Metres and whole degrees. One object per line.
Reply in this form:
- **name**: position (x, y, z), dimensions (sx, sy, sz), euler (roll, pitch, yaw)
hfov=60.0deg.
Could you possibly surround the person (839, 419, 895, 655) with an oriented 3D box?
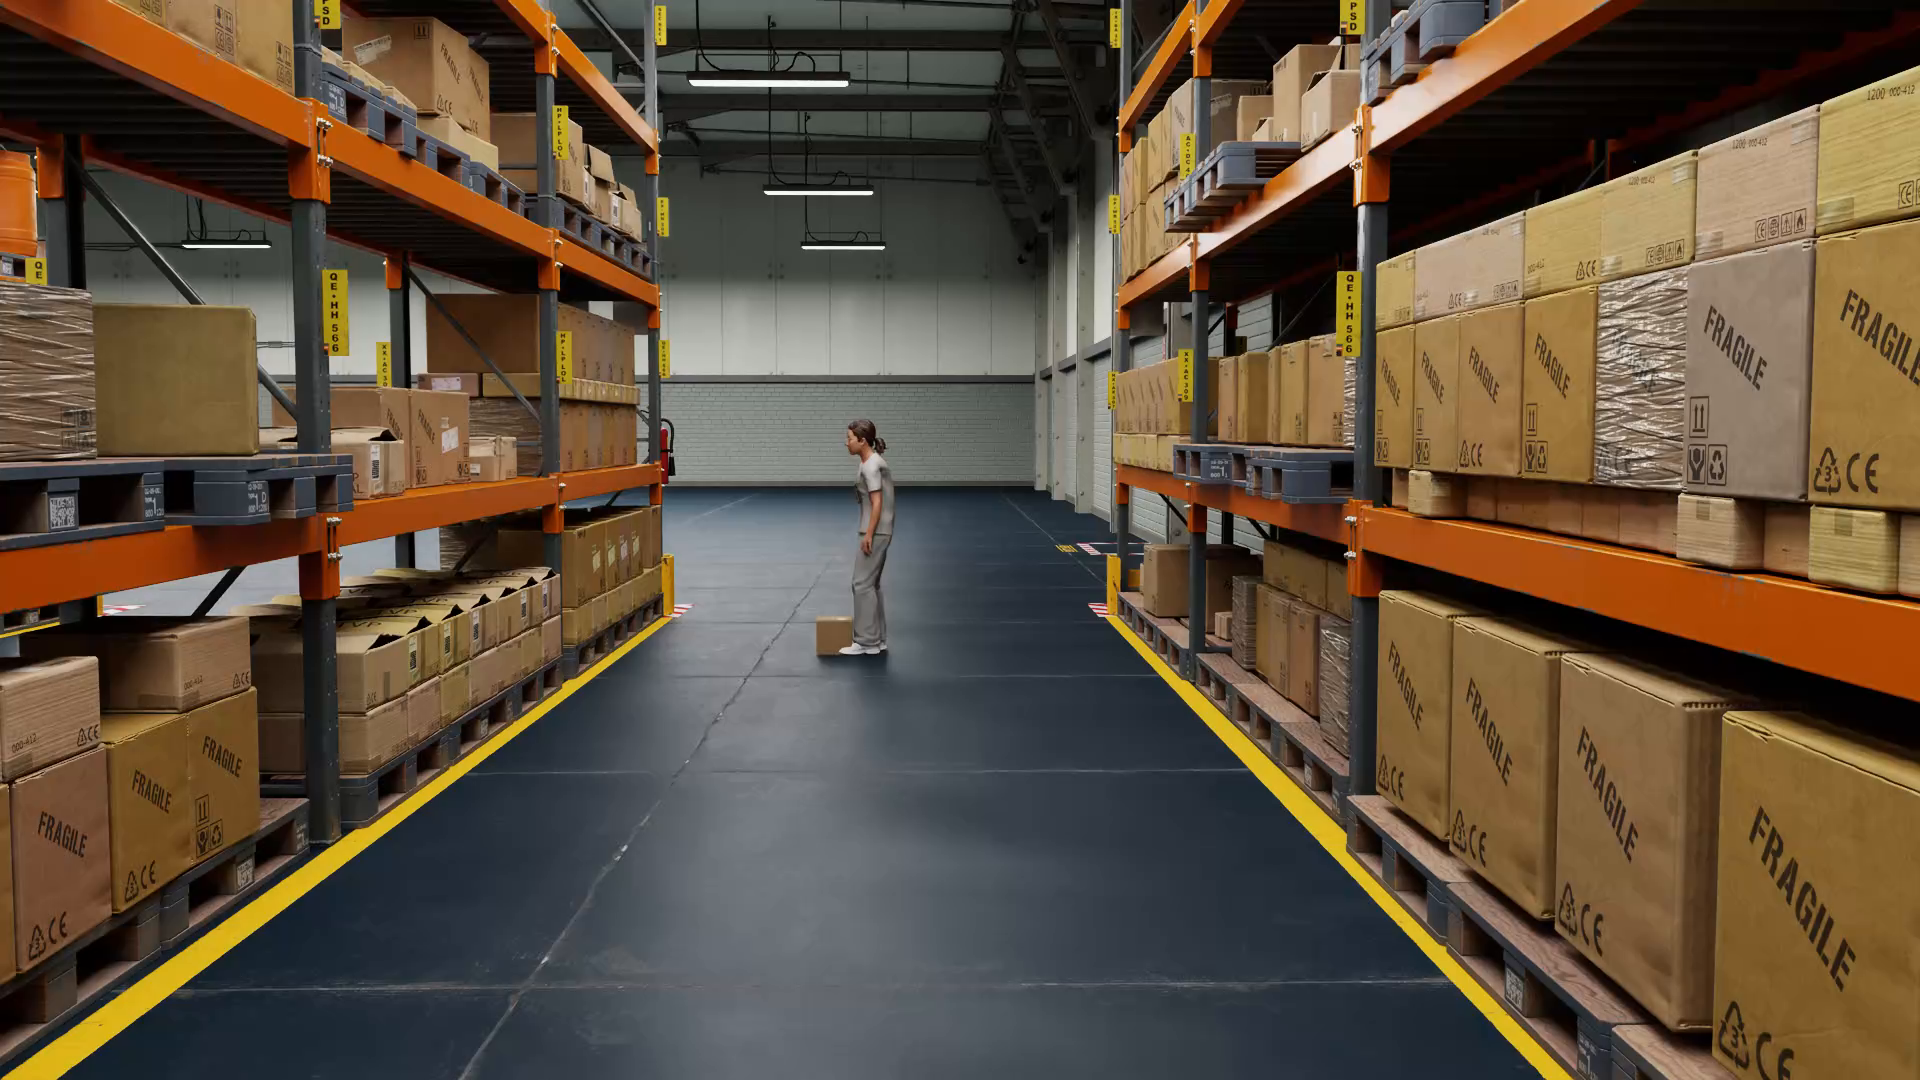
- **person**: position (-0.674, -0.026, 11.850), dimensions (0.416, 1.671, 0.514), euler (0, 4, -5)
